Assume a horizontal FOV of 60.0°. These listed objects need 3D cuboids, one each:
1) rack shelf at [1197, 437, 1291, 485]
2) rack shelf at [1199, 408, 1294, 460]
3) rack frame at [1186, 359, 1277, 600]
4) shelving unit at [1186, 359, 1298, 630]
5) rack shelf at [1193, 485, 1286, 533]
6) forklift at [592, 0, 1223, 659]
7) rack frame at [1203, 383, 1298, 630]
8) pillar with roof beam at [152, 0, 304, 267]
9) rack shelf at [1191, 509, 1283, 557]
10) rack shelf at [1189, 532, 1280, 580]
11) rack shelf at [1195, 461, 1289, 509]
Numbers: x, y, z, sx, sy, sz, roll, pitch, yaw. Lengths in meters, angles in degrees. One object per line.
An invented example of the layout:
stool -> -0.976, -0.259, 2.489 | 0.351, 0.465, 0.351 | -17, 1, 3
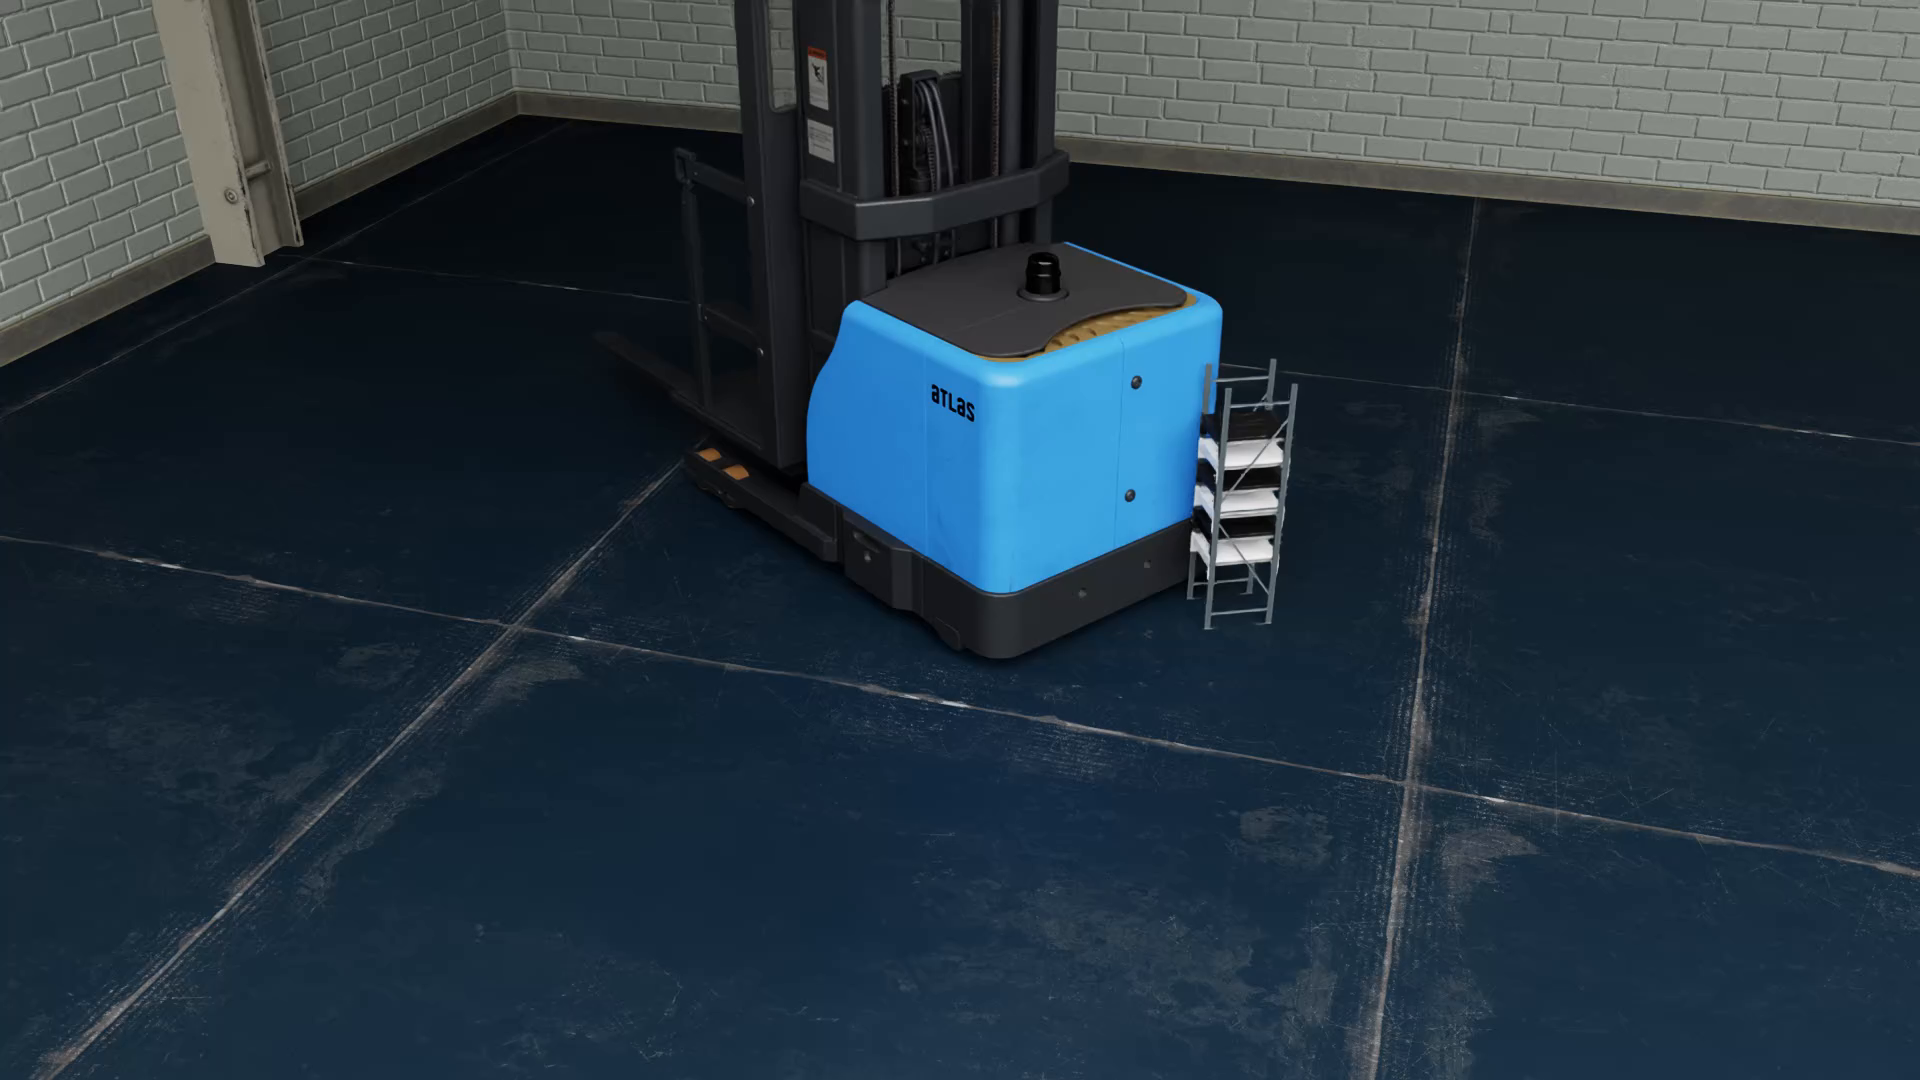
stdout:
rack shelf -> 0.938, -0.272, 5.510 | 0.258, 0.077, 0.200 | -5, 29, -9
rack shelf -> 0.938, -0.350, 5.466 | 0.258, 0.077, 0.200 | -5, 29, -9
rack frame -> 0.920, -0.192, 5.668 | 0.240, 0.900, 0.006 | -5, 29, -9
shelving unit -> 0.937, -0.144, 5.581 | 0.258, 0.900, 0.210 | -5, 29, -9
rack shelf -> 0.937, -0.114, 5.597 | 0.258, 0.077, 0.200 | -5, 29, -9
forklift -> -0.435, -1.541, 6.005 | 1.130, 2.935, 3.031 | -22, 36, -33
rack frame -> 0.955, -0.095, 5.493 | 0.240, 0.900, 0.006 | -5, 29, -9
pillar with roof beam -> 0.289, -4.887, 5.778 | 9.100, 9.000, 0.400 | 8, 30, 15
rack shelf -> 0.937, -0.036, 5.641 | 0.258, 0.077, 0.200 | -5, 29, -9
rack shelf -> 0.936, 0.043, 5.685 | 0.258, 0.077, 0.200 | -5, 29, -9
rack shelf -> 0.938, -0.193, 5.553 | 0.258, 0.077, 0.200 | -5, 29, -9
